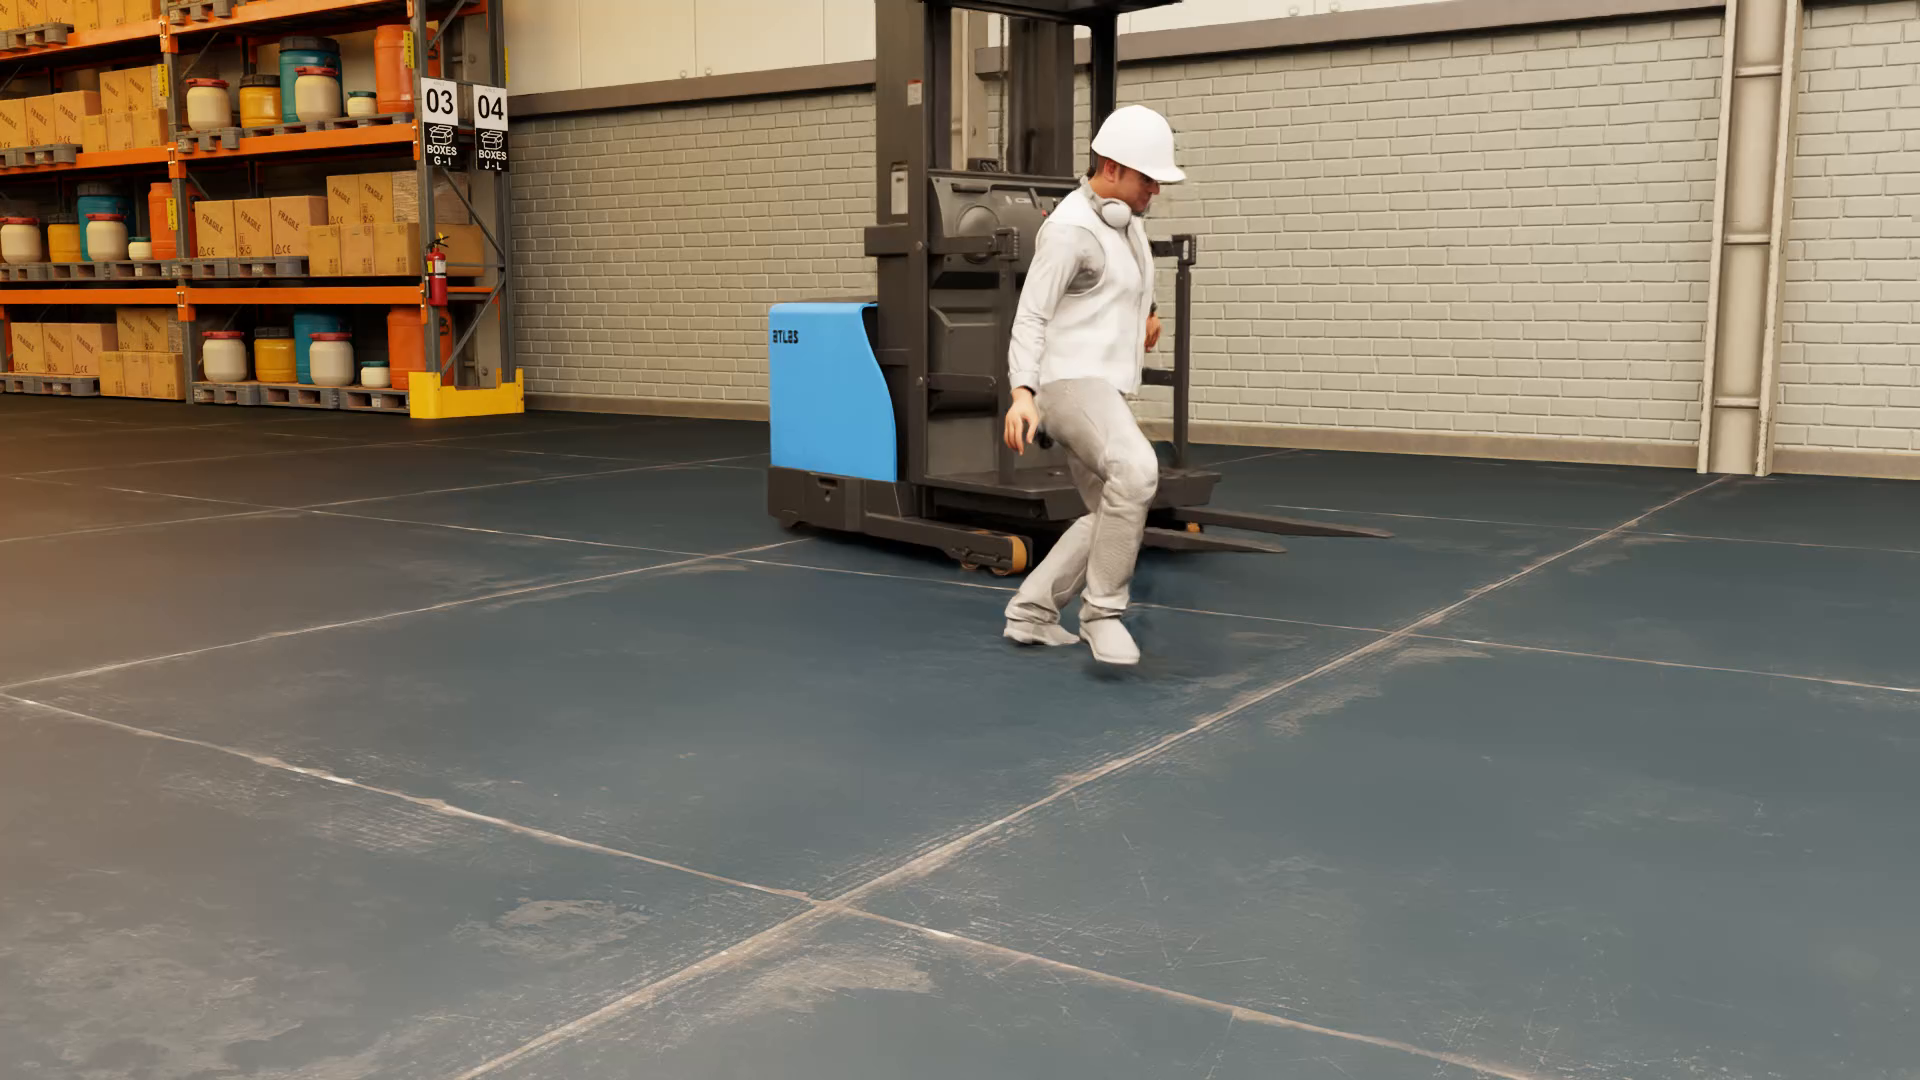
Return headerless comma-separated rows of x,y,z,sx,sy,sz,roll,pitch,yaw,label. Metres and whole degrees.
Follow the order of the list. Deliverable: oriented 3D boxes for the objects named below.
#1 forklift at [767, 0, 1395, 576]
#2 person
0.399,-1.385,6.932,1.130,2.935,3.031,-7,10,-39,forklift
0.443,-0.461,5.168,0.573,1.684,1.121,3,9,19,person
